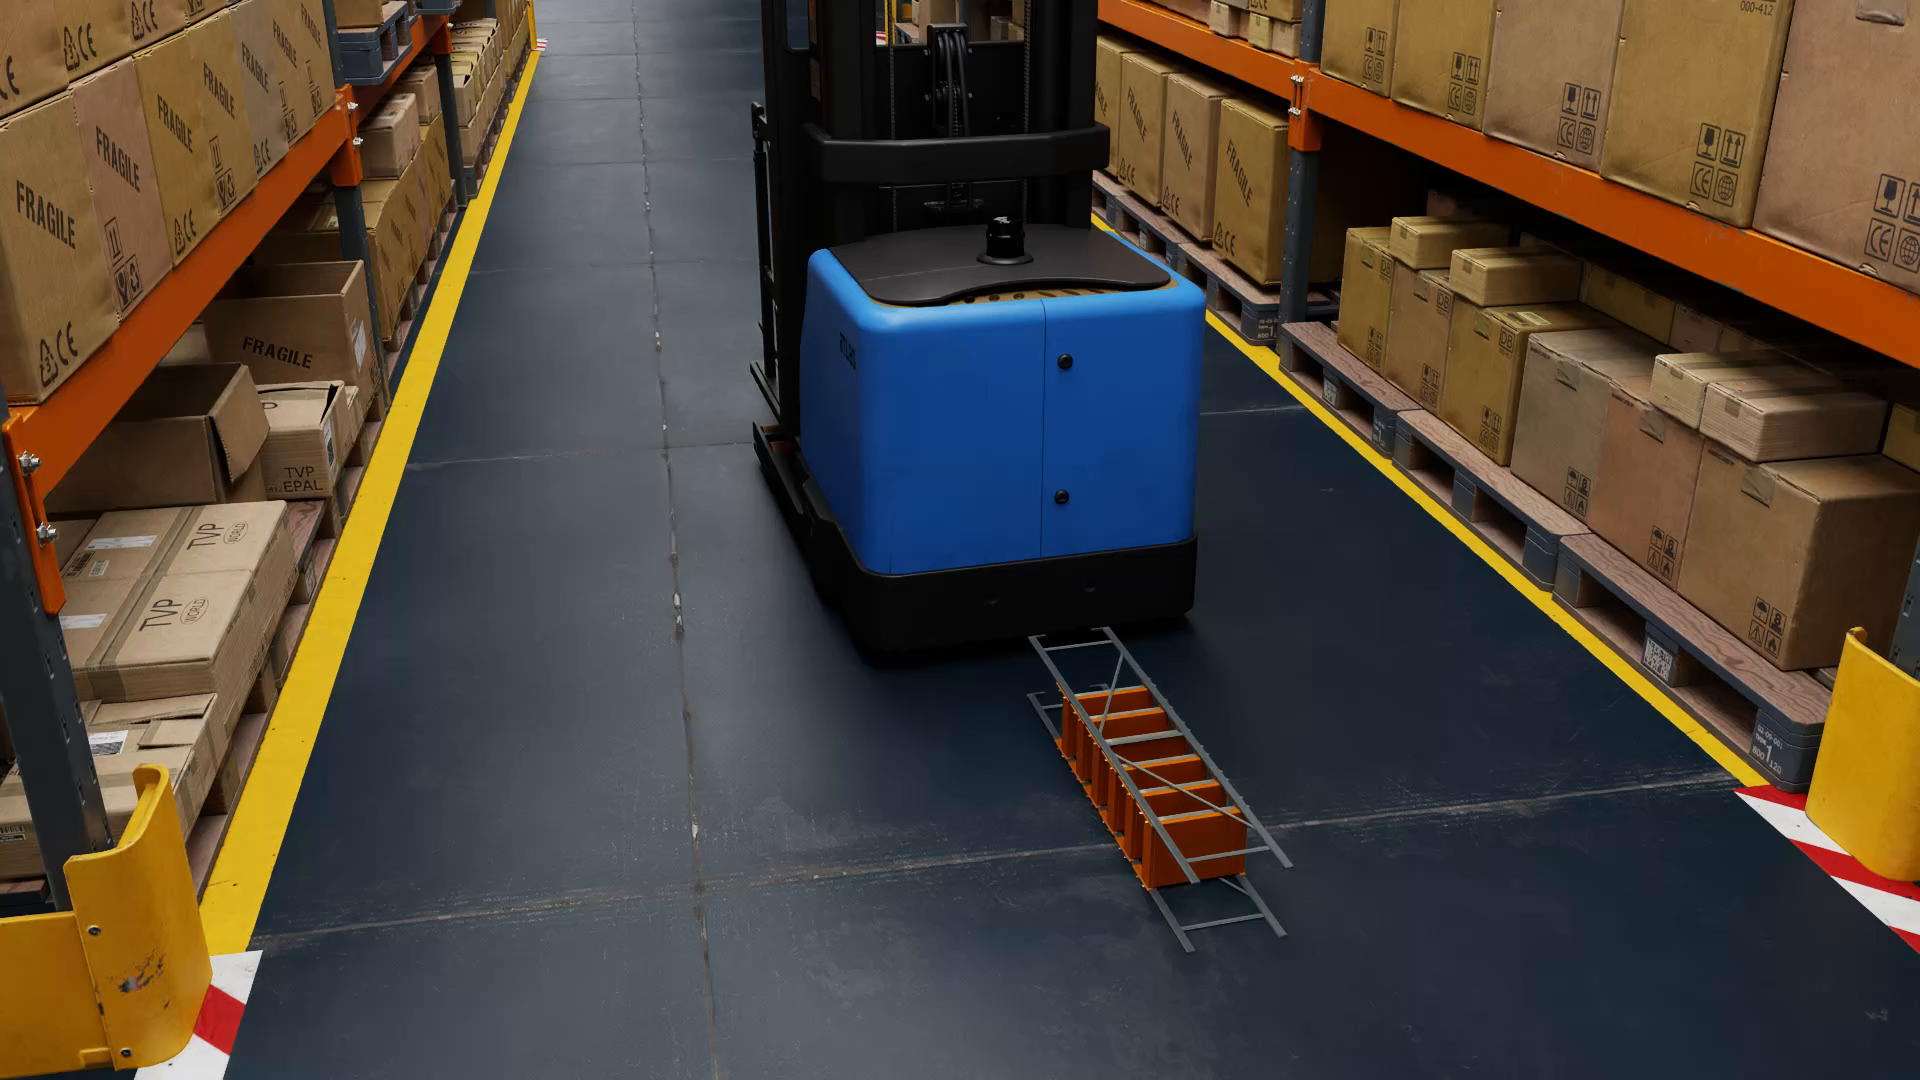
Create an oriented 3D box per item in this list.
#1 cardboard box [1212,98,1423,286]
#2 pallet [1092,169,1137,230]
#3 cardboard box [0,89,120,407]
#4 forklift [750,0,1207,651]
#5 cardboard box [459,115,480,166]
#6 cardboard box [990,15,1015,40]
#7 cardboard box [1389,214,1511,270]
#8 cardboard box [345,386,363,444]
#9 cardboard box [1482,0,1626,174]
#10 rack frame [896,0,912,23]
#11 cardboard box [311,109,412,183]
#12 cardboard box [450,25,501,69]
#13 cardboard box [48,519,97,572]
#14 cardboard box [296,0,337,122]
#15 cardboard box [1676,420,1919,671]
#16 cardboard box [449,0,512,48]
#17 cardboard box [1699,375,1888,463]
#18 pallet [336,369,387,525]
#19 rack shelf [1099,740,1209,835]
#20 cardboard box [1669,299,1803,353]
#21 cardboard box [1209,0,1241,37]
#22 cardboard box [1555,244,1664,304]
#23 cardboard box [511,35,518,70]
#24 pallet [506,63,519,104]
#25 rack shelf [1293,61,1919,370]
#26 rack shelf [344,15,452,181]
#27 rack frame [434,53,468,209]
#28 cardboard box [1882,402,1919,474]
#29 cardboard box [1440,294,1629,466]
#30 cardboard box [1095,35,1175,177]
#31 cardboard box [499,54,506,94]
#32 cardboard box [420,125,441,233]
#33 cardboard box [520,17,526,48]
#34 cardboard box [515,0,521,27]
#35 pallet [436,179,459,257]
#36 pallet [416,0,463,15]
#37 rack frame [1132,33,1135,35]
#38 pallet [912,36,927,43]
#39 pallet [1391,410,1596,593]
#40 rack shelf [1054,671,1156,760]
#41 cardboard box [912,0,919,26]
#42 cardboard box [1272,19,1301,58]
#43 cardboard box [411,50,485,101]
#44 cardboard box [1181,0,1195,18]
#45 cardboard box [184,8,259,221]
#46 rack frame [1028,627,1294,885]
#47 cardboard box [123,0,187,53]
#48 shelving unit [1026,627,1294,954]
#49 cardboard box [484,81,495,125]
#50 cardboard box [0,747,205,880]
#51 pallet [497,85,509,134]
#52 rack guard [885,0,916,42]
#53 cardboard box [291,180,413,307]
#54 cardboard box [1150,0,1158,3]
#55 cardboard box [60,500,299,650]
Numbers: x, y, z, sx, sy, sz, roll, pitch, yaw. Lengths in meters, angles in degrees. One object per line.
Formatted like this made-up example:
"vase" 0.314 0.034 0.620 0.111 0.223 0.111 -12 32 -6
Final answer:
"cardboard box" 1.722 -1.713 8.085 0.750 0.750 0.750 -4 24 -9
"pallet" 1.302 -2.239 10.614 1.003 0.211 1.213 -4 24 -10
"cardboard box" -1.980 -0.558 3.155 0.500 0.500 0.500 -4 24 -9
"forklift" -0.166 -1.583 5.713 1.130 2.935 3.031 -6 24 -14
"cardboard box" -3.445 -2.625 10.923 0.500 0.250 0.500 -4 24 -10
"cardboard box" 0.644 -4.174 14.133 0.700 0.500 0.500 -3 24 -8
"cardboard box" 1.892 -1.154 6.432 0.380 0.149 0.250 -4 24 -8
"cardboard box" -2.385 -0.440 6.023 0.380 0.149 0.250 -4 24 -10
"cardboard box" 2.328 -1.609 5.313 0.980 0.700 0.700 -5 24 -12
"rack frame" -0.249 -6.980 17.983 1.000 3.000 0.127 -4 24 -10
"cardboard box" -2.932 -1.893 7.973 0.500 0.250 0.500 -4 24 -10
"cardboard box" -3.917 -3.885 13.108 0.500 0.311 0.500 -4 24 -8
"cardboard box" -2.646 0.169 4.501 0.500 0.250 0.500 -4 24 -10
"cardboard box" -2.553 -1.760 5.906 0.500 0.500 0.500 -4 24 -9
"cardboard box" 2.482 -0.001 4.603 0.700 0.500 0.500 -4 24 -10
"cardboard box" -4.155 -4.520 14.325 0.500 0.500 0.500 -4 24 -10
"cardboard box" 2.280 -0.335 4.558 0.380 0.149 0.250 -5 24 -10
"pallet" -2.771 -0.343 6.273 1.003 0.211 1.213 -4 24 -10
"rack shelf" 0.480 0.608 4.114 0.258 0.180 0.103 -6 25 -14
"cardboard box" 2.514 -0.662 5.305 0.380 0.149 0.250 -4 24 -9
"cardboard box" 1.450 -2.568 8.171 0.380 0.149 0.250 -4 24 -10
"cardboard box" 2.371 -0.964 5.997 0.380 0.149 0.250 -4 24 -9
"cardboard box" -4.252 -4.372 14.924 0.500 0.250 0.500 -4 24 -10
"pallet" -4.482 -4.076 14.819 1.003 0.211 1.213 -4 24 -10
"rack shelf" 2.340 -1.143 5.519 1.077 0.370 4.000 -4 24 -10
"rack shelf" -3.267 -2.348 8.278 1.077 0.370 4.000 -4 24 -10
"rack frame" -3.637 -3.465 9.935 1.000 3.000 0.127 -4 24 -10
"cardboard box" 2.702 -0.264 4.395 0.380 0.149 0.250 -4 24 -9
"cardboard box" 2.190 -0.605 5.986 0.700 0.500 0.500 -4 24 -9
"cardboard box" 1.238 -2.741 10.440 0.750 0.750 0.750 -5 24 -10
"cardboard box" -4.015 -3.829 13.680 0.500 0.250 0.500 -5 24 -10
"cardboard box" -3.138 -1.967 9.079 0.500 0.500 0.500 -5 24 -12
"cardboard box" -4.528 -4.963 16.275 0.500 0.250 0.500 -4 24 -10
"cardboard box" -4.434 -5.110 15.675 0.500 0.500 0.500 -4 24 -10
"pallet" -3.536 -1.890 9.815 1.003 0.211 1.213 -4 24 -10
"pallet" -3.442 -3.115 9.375 1.213 0.211 1.003 -4 24 -10
"rack frame" 1.231 -3.833 10.778 1.000 3.000 0.127 -4 24 -10
"pallet" 0.103 -4.871 16.639 1.003 0.211 1.213 -4 24 -10
"pallet" 2.263 -0.196 5.935 1.003 0.211 1.213 -4 24 -10
"rack shelf" 0.386 0.467 4.432 0.258 0.180 0.103 -6 25 -14
"cardboard box" -0.209 -5.670 17.795 0.500 0.311 0.500 -7 25 -16
"cardboard box" 1.630 -2.266 7.479 0.380 0.149 0.250 -4 24 -9
"cardboard box" -3.643 -3.289 11.742 0.500 0.311 0.500 -5 24 -11
"cardboard box" 1.400 -2.874 8.871 0.380 0.149 0.250 -4 24 -8
"cardboard box" -2.262 -1.155 4.522 0.500 0.500 0.500 -4 24 -9
"rack frame" 0.460 0.495 4.144 0.240 0.006 1.200 -6 25 -14
"cardboard box" -2.172 -1.418 3.876 0.500 0.500 0.500 -4 24 -9
"shelving unit" 0.460 0.578 4.181 0.258 0.189 1.200 -6 25 -14
"cardboard box" -3.735 -3.228 12.305 0.500 0.250 0.500 -4 24 -9
"cardboard box" -1.897 0.597 3.648 0.380 0.149 0.250 -4 24 -10
"pallet" -4.202 -3.473 13.439 1.003 0.211 1.213 -4 24 -10
"rack guard" -0.234 -5.804 18.415 1.175 0.500 0.348 -4 24 -10
"cardboard box" -2.857 -1.365 7.701 0.500 0.500 0.500 -4 24 -9
"cardboard box" 1.292 -3.178 9.569 0.380 0.149 0.250 -4 24 -9
"cardboard box" -2.164 0.112 4.631 0.500 0.250 0.500 -4 24 -10
